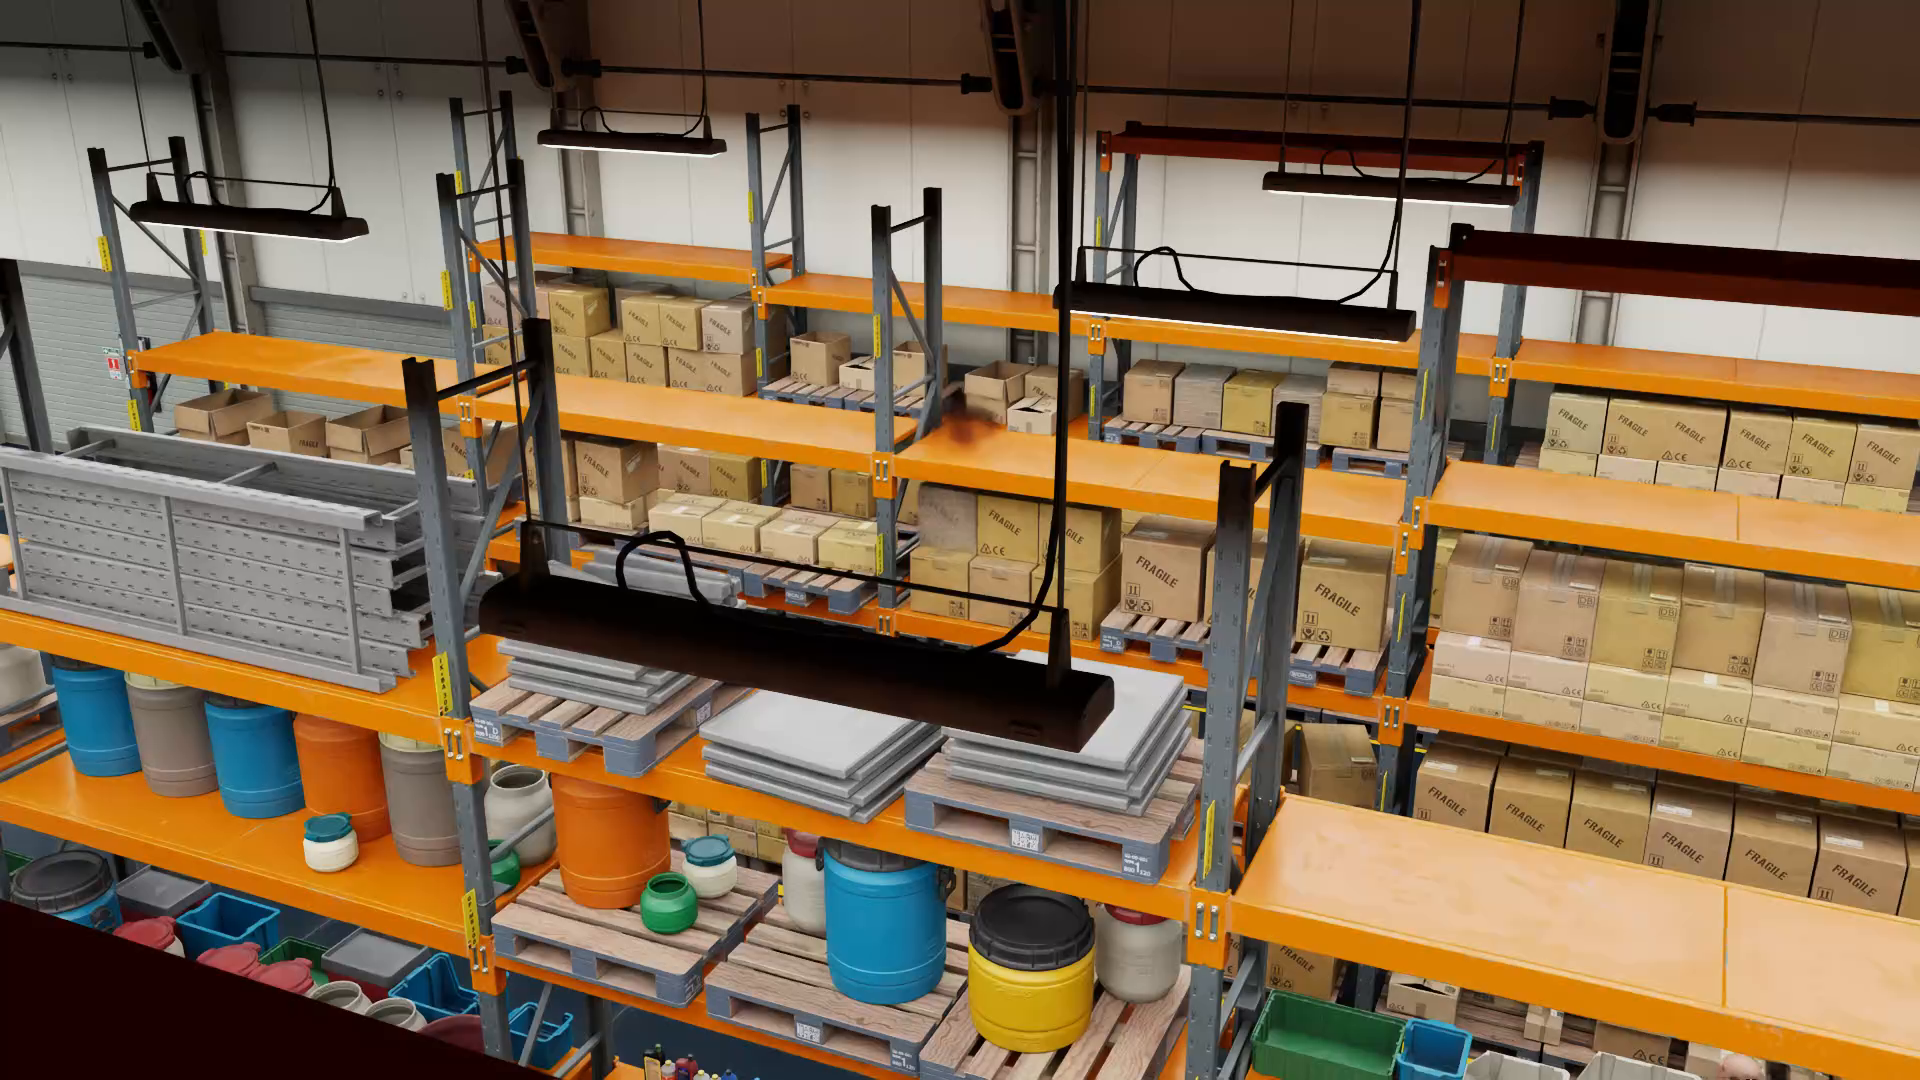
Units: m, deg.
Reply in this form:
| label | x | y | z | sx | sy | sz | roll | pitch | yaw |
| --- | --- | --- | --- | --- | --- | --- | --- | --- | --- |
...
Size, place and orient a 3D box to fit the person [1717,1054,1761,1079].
| label | x | y | z | sx | sy | sz | roll | pitch | yaw |
| --- | --- | --- | --- | --- | --- | --- | --- | --- | --- |
| person | 4.595 | 3.864 | 10.034 | 0.932 | 1.814 | 0.653 | 8 | 22 | 21 |
